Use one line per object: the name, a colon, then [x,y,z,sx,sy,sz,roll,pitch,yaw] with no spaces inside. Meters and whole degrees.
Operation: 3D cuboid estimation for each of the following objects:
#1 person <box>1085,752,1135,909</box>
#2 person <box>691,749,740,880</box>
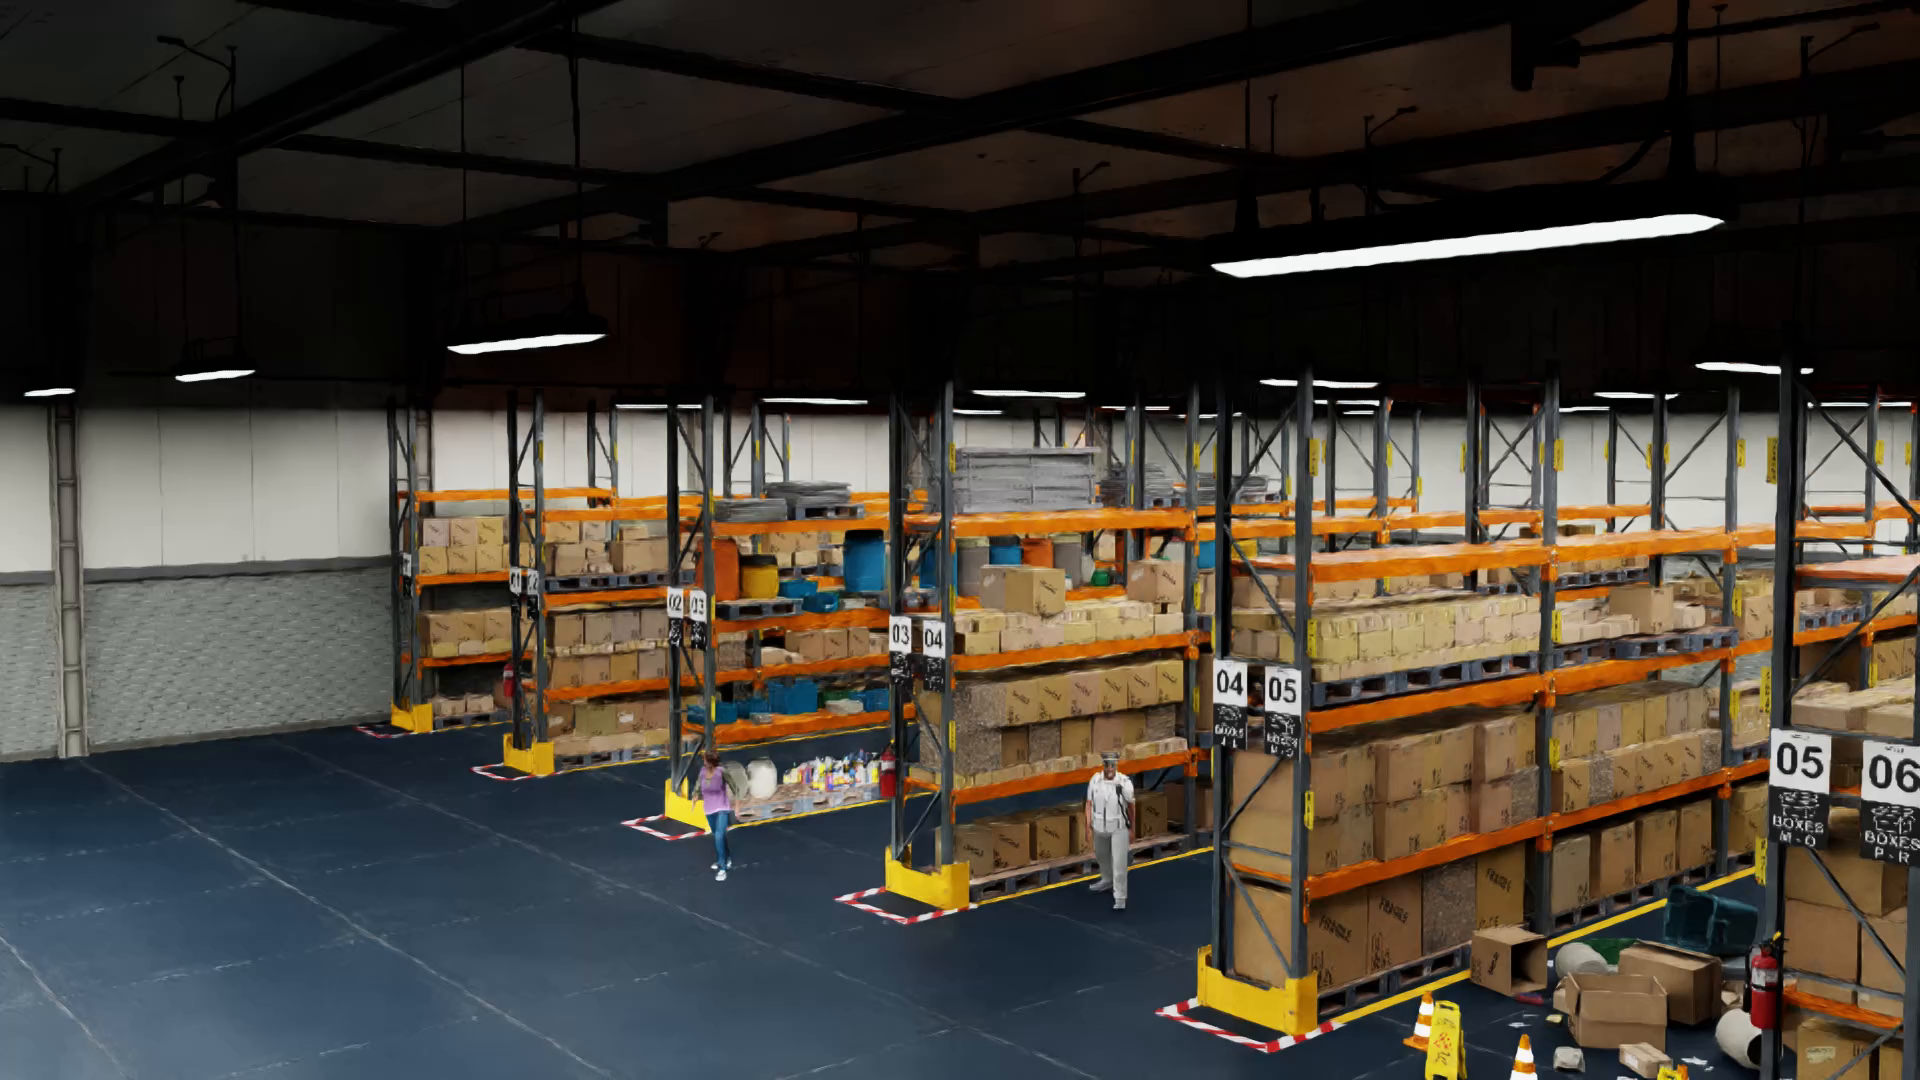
person: [1.672,3.204,18.654,0.617,1.731,0.953,1,4,23]
person: [-2.877,3.285,19.845,0.573,1.422,0.755,2,4,29]
